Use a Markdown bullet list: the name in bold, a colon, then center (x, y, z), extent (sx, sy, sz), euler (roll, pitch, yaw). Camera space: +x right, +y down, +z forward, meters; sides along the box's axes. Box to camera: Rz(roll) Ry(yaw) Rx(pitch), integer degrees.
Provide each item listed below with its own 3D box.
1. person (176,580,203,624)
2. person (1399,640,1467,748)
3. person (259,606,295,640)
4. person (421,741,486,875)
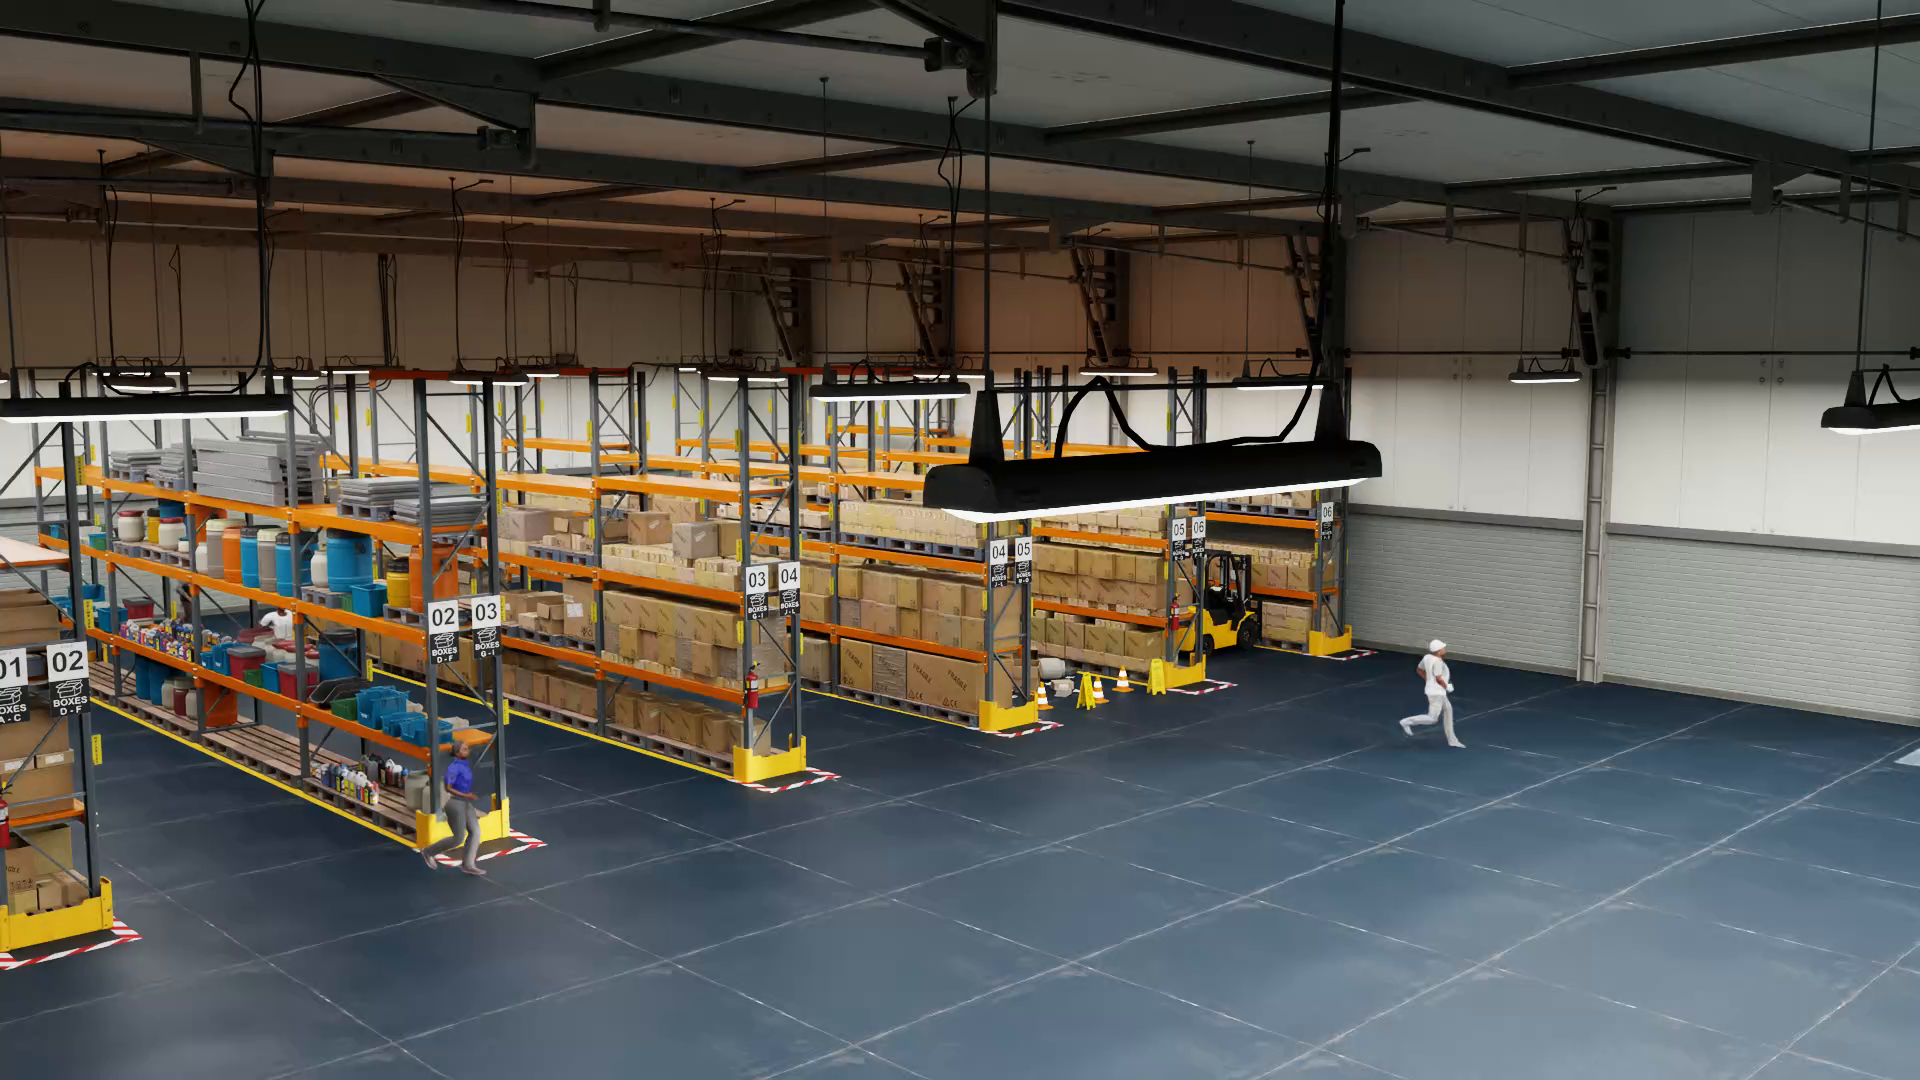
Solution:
- **person**: center (-16.874, 1.354, 36.325), extent (0.891, 1.720, 0.655), euler (-2, 7, -15)
- **person**: center (7.592, 2.477, 26.617), extent (1.095, 1.771, 0.654), euler (1, 6, 6)
- **person**: center (-12.682, 1.942, 31.115), extent (0.853, 1.772, 0.698), euler (5, 8, 40)
- **person**: center (-6.146, 3.254, 20.239), extent (0.756, 1.637, 0.595), euler (0, 6, 2)
